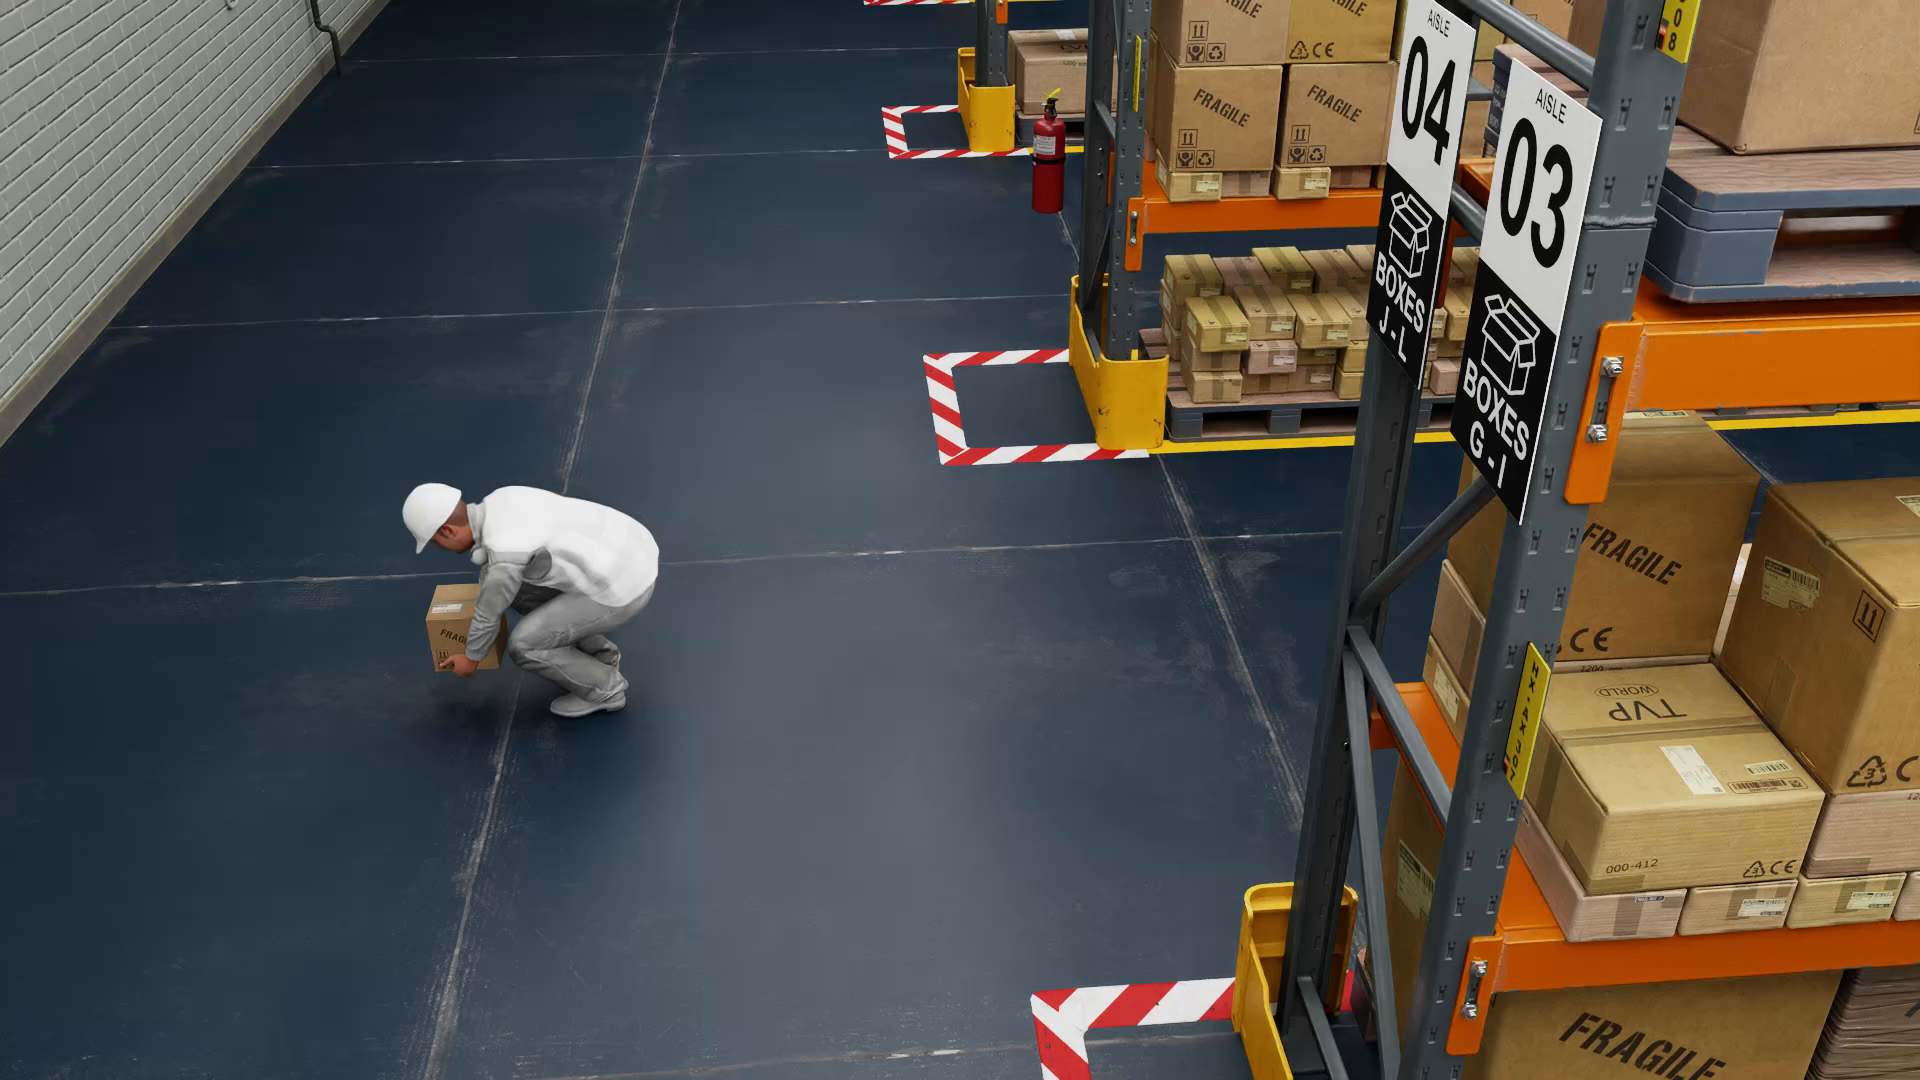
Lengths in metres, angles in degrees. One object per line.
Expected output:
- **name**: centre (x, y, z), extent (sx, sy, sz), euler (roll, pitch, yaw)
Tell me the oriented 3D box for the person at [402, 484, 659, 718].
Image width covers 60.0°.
- **person**: centre (-1.645, 0.192, 6.543), extent (0.920, 1.005, 0.500), euler (-4, 31, -6)
